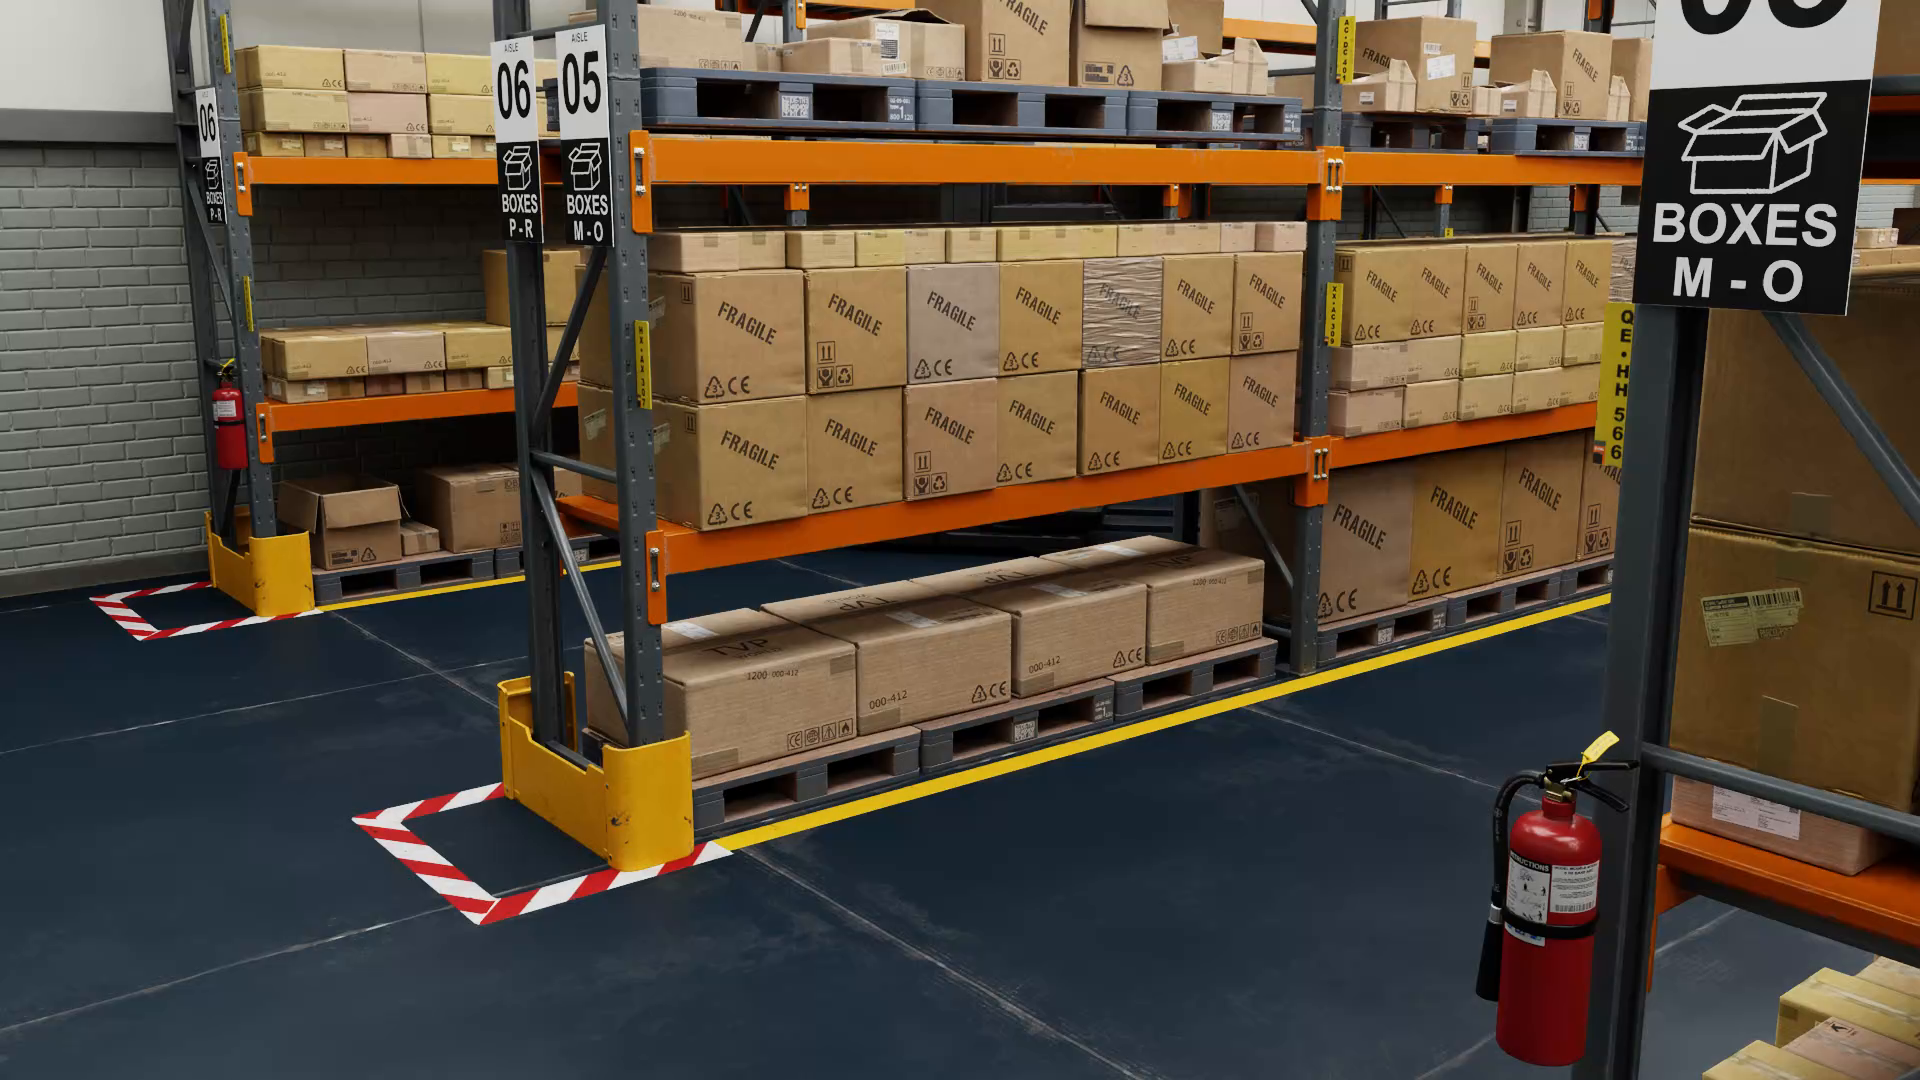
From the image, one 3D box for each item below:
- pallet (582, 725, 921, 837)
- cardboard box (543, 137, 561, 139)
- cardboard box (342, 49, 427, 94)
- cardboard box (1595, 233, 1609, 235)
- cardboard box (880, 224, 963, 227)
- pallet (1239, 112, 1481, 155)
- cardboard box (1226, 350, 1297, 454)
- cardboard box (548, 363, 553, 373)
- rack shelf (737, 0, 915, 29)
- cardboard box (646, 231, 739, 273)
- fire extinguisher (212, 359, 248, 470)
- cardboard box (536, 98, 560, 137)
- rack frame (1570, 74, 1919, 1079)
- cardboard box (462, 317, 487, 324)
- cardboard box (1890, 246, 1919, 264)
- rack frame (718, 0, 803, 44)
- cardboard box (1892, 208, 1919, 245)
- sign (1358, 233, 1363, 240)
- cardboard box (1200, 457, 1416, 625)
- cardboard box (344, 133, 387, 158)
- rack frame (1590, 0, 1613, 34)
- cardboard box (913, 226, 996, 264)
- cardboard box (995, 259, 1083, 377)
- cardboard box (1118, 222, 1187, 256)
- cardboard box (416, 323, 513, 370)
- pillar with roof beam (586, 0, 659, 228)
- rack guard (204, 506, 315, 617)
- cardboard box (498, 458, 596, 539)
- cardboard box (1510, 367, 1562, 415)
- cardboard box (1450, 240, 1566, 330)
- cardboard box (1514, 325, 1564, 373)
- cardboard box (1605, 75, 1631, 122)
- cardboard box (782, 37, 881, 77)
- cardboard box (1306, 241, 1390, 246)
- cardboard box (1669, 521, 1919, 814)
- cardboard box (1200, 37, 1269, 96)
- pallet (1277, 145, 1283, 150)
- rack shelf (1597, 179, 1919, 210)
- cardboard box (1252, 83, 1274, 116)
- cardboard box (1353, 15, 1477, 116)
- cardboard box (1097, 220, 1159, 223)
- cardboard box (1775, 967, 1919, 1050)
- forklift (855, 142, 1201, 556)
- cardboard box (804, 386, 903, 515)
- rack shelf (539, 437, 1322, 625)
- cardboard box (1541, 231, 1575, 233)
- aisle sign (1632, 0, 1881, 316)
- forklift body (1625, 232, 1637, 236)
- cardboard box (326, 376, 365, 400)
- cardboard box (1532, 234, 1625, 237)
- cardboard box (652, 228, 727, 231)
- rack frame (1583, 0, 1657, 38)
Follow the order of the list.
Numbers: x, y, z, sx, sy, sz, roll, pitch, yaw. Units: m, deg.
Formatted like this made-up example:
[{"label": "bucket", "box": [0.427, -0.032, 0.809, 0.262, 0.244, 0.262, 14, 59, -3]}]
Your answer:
[{"label": "pallet", "box": [-0.950, 0.966, 7.573, 1.213, 0.211, 1.003, -9, 15, -38]}, {"label": "cardboard box", "box": [-2.786, -2.651, 11.275, 0.250, 0.149, 0.380, -9, 15, -37]}, {"label": "cardboard box", "box": [-3.717, -2.950, 10.521, 0.500, 0.250, 0.500, -10, 15, -38]}, {"label": "cardboard box", "box": [7.356, -3.518, 19.458, 0.250, 0.149, 0.380, -9, 15, -36]}, {"label": "cardboard box", "box": [-0.191, -1.422, 7.894, 0.250, 0.149, 0.380, -9, 15, -36]}, {"label": "pallet", "box": [2.283, -2.302, 9.486, 1.217, 0.209, 0.805, -10, 16, -40]}, {"label": "cardboard box", "box": [1.396, -0.748, 8.691, 0.500, 0.500, 0.500, -9, 15, -37]}, {"label": "cardboard box", "box": [-2.971, -1.158, 11.468, 0.250, 0.149, 0.380, -9, 15, -36]}, {"label": "rack shelf", "box": [0.056, -4.252, 13.684, 4.000, 0.370, 1.077, -9, 15, -38]}, {"label": "cardboard box", "box": [-1.075, -1.138, 6.559, 0.250, 0.149, 0.380, -9, 15, -36]}, {"label": "fire extinguisher", "box": [-4.455, -0.772, 10.128, 0.183, 0.674, 0.296, -9, 15, -38]}, {"label": "cardboard box", "box": [-2.931, -2.844, 11.223, 0.500, 0.250, 0.500, -10, 15, -39]}, {"label": "rack frame", "box": [1.648, 0.508, 3.014, 0.053, 2.616, 0.949, -9, 15, -38]}, {"label": "cardboard box", "box": [-3.234, -1.460, 11.925, 0.500, 0.250, 0.500, -9, 15, -38]}, {"label": "cardboard box", "box": [7.241, -2.077, 13.222, 0.500, 0.500, 0.500, -9, 15, -37]}, {"label": "rack frame", "box": [-1.506, -4.540, 12.346, 0.127, 3.000, 1.000, -9, 15, -38]}, {"label": "cardboard box", "box": [8.324, -2.545, 14.026, 0.500, 0.500, 0.700, -10, 15, -38]}, {"label": "sign", "box": [4.393, -3.196, 18.182, 0.005, 0.325, 0.100, -9, 15, -38]}, {"label": "cardboard box", "box": [2.032, -0.061, 9.797, 0.875, 0.875, 0.875, -9, 15, -36]}, {"label": "cardboard box", "box": [-3.836, -2.503, 10.580, 0.250, 0.149, 0.380, -9, 15, -37]}, {"label": "rack frame", "box": [4.722, -4.255, 11.001, 0.127, 3.000, 1.000, -9, 15, -38]}, {"label": "cardboard box", "box": [-0.053, -1.304, 7.341, 0.250, 0.149, 0.380, -9, 15, -37]}, {"label": "cardboard box", "box": [0.213, -1.037, 7.644, 0.500, 0.500, 0.500, -9, 15, -37]}, {"label": "cardboard box", "box": [0.895, -1.482, 8.175, 0.250, 0.149, 0.380, -10, 15, -38]}, {"label": "cardboard box", "box": [-3.319, -1.306, 11.201, 0.500, 0.250, 0.500, -10, 15, -39]}, {"label": "pillar with roof beam", "box": [0.077, -3.898, 9.320, 0.400, 9.000, 9.100, -9, 15, -38]}, {"label": "rack guard", "box": [-4.570, 0.126, 10.831, 0.348, 0.500, 1.175, -9, 15, -38]}, {"label": "cardboard box", "box": [-2.925, -0.290, 11.781, 0.500, 0.500, 0.500, -9, 15, -37]}, {"label": "cardboard box", "box": [3.316, -0.937, 10.179, 0.500, 0.250, 0.500, -10, 15, -39]}, {"label": "cardboard box", "box": [3.294, -1.553, 10.072, 0.500, 0.500, 0.500, -10, 15, -39]}, {"label": "cardboard box", "box": [3.312, -1.183, 10.136, 0.500, 0.250, 0.500, -10, 16, -39]}, {"label": "cardboard box", "box": [3.865, -2.692, 10.174, 0.258, 0.266, 0.396, -10, 16, -39]}, {"label": "cardboard box", "box": [-0.532, -1.985, 6.885, 0.250, 0.149, 0.380, -9, 15, -36]}, {"label": "cardboard box", "box": [2.190, -1.506, 9.852, 0.500, 0.500, 0.500, -9, 15, -37]}, {"label": "cardboard box", "box": [1.836, 0.213, 3.446, 0.500, 0.500, 0.500, -9, 15, -37]}, {"label": "cardboard box", "box": [1.299, -2.322, 8.193, 0.258, 0.266, 0.396, -9, 15, -36]}, {"label": "pallet", "box": [2.963, -3.748, 16.290, 1.213, 0.211, 1.003, -9, 15, -35]}, {"label": "rack shelf", "box": [6.283, -2.695, 12.609, 4.000, 0.370, 1.077, -9, 15, -38]}, {"label": "cardboard box", "box": [2.667, -4.031, 15.678, 0.500, 0.500, 0.700, -10, 15, -39]}, {"label": "cardboard box", "box": [2.467, -2.590, 9.131, 0.500, 0.500, 0.500, -10, 15, -39]}, {"label": "cardboard box", "box": [0.826, -1.582, 8.646, 0.250, 0.149, 0.380, -10, 15, -38]}, {"label": "cardboard box", "box": [2.256, 1.219, 4.089, 0.250, 0.149, 0.380, -10, 15, -39]}, {"label": "forklift", "box": [0.617, -1.413, 12.229, 3.031, 2.935, 1.130, 2, 12, 9]}, {"label": "cardboard box", "box": [-0.594, -0.417, 7.129, 0.500, 0.500, 0.500, -10, 15, -38]}, {"label": "rack shelf", "box": [0.036, -0.190, 8.032, 4.000, 0.370, 1.077, -9, 15, -38]}, {"label": "cardboard box", "box": [7.222, -3.641, 20.036, 0.250, 0.149, 0.380, -9, 15, -36]}, {"label": "aisle sign", "box": [1.401, -0.803, 2.931, 0.004, 0.787, 0.394, -9, 15, -38]}, {"label": "forklift body", "box": [7.524, -2.206, 17.838, 1.214, 2.155, 2.313, -9, 15, -38]}, {"label": "cardboard box", "box": [-4.031, -1.002, 10.733, 0.250, 0.149, 0.380, -9, 15, -36]}, {"label": "cardboard box", "box": [4.184, -1.834, 11.395, 0.500, 0.500, 0.500, -10, 16, -40]}, {"label": "cardboard box", "box": [-1.187, -1.253, 7.099, 0.250, 0.149, 0.380, -9, 15, -37]}, {"label": "rack frame", "box": [7.865, -6.097, 19.679, 0.127, 3.000, 1.000, -9, 15, -38]}]
